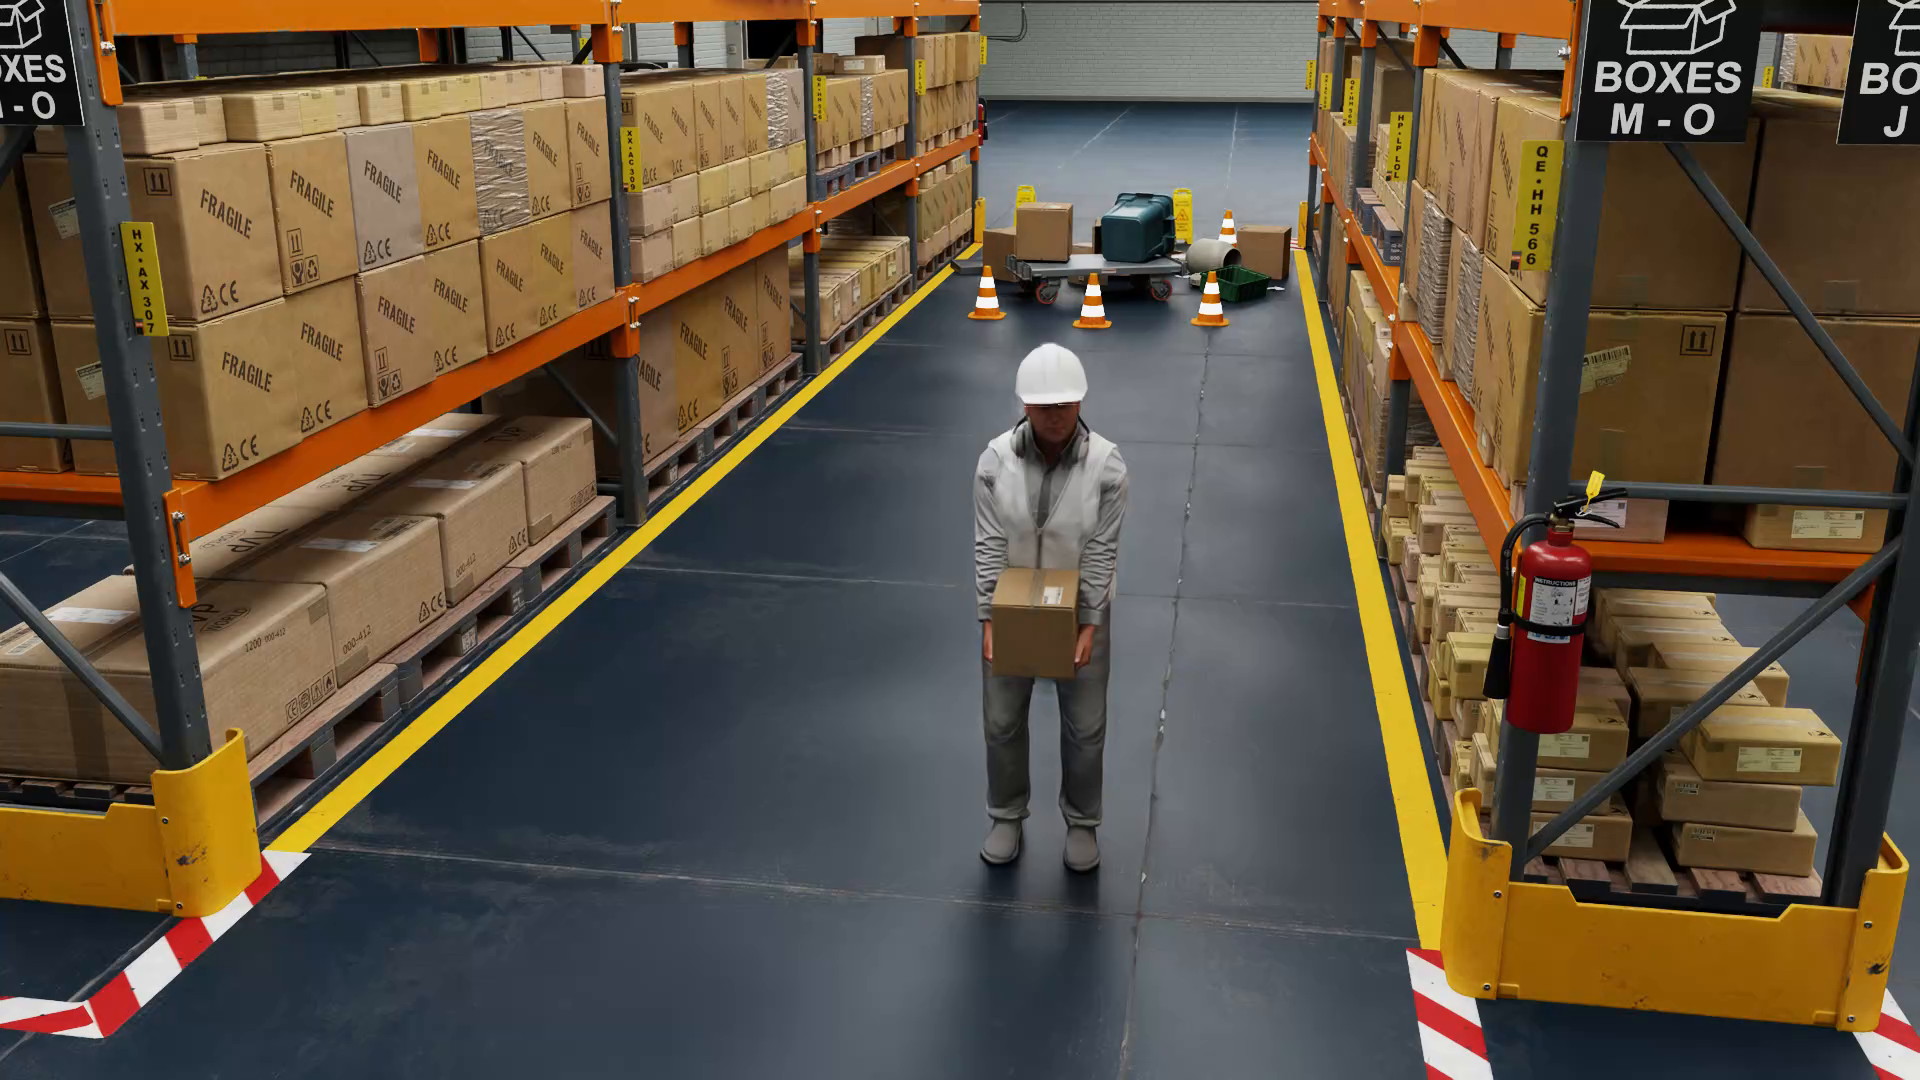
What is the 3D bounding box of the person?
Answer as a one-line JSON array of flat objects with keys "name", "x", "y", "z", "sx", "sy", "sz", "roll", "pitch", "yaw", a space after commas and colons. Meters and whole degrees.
[{"name": "person", "x": 0.283, "y": 0.235, "z": 5.312, "sx": 0.484, "sy": 1.756, "sz": 0.583, "roll": 2, "pitch": 18, "yaw": 8}]
